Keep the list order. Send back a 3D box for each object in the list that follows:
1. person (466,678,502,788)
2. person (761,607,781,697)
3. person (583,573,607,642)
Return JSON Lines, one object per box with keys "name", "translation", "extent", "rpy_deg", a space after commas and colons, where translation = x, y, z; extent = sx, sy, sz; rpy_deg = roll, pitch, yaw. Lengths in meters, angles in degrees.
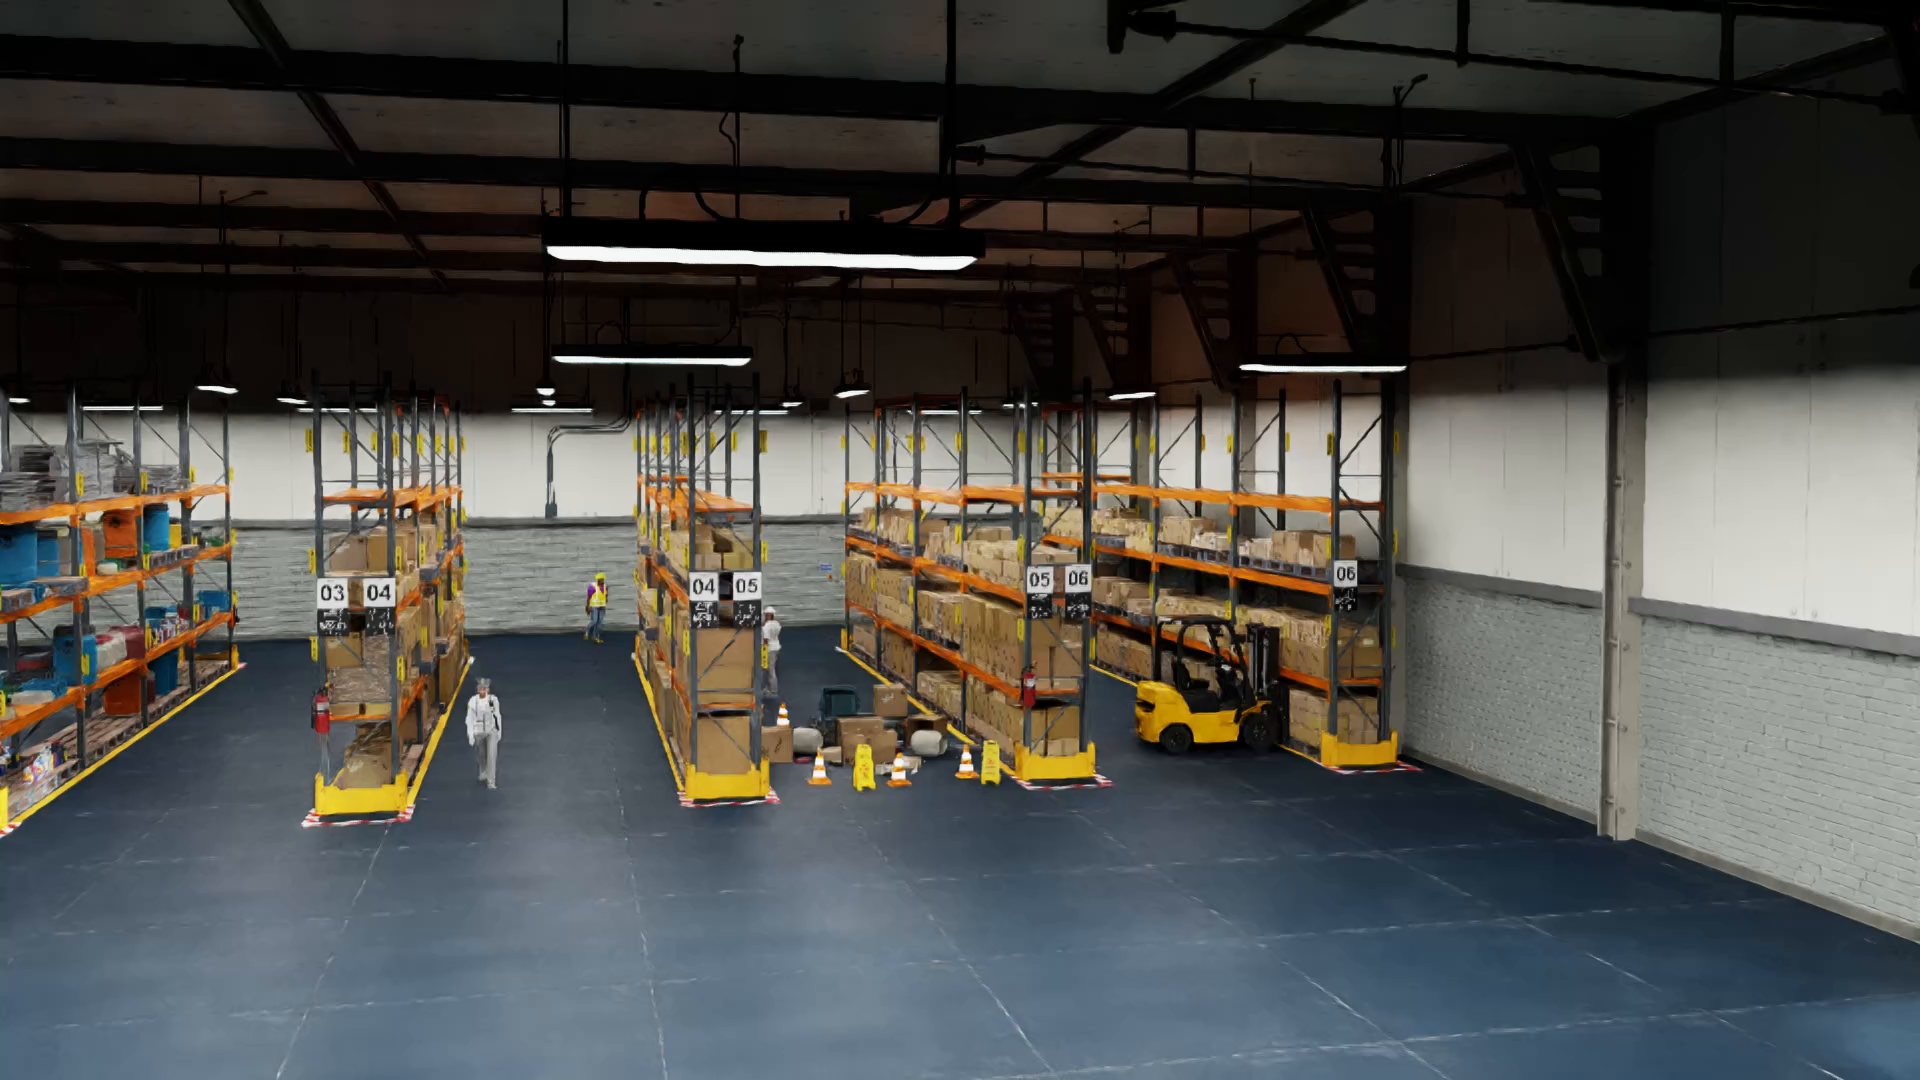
{"name": "person", "translation": [-6.950, 2.787, 24.259], "extent": [0.495, 1.589, 1.086], "rpy_deg": [-1, 3, -11]}
{"name": "person", "translation": [-3.807, 2.204, 32.933], "extent": [0.497, 1.765, 0.625], "rpy_deg": [1, 3, 17]}
{"name": "person", "translation": [-9.211, 1.698, 42.108], "extent": [0.572, 1.760, 0.616], "rpy_deg": [3, 4, 40]}
